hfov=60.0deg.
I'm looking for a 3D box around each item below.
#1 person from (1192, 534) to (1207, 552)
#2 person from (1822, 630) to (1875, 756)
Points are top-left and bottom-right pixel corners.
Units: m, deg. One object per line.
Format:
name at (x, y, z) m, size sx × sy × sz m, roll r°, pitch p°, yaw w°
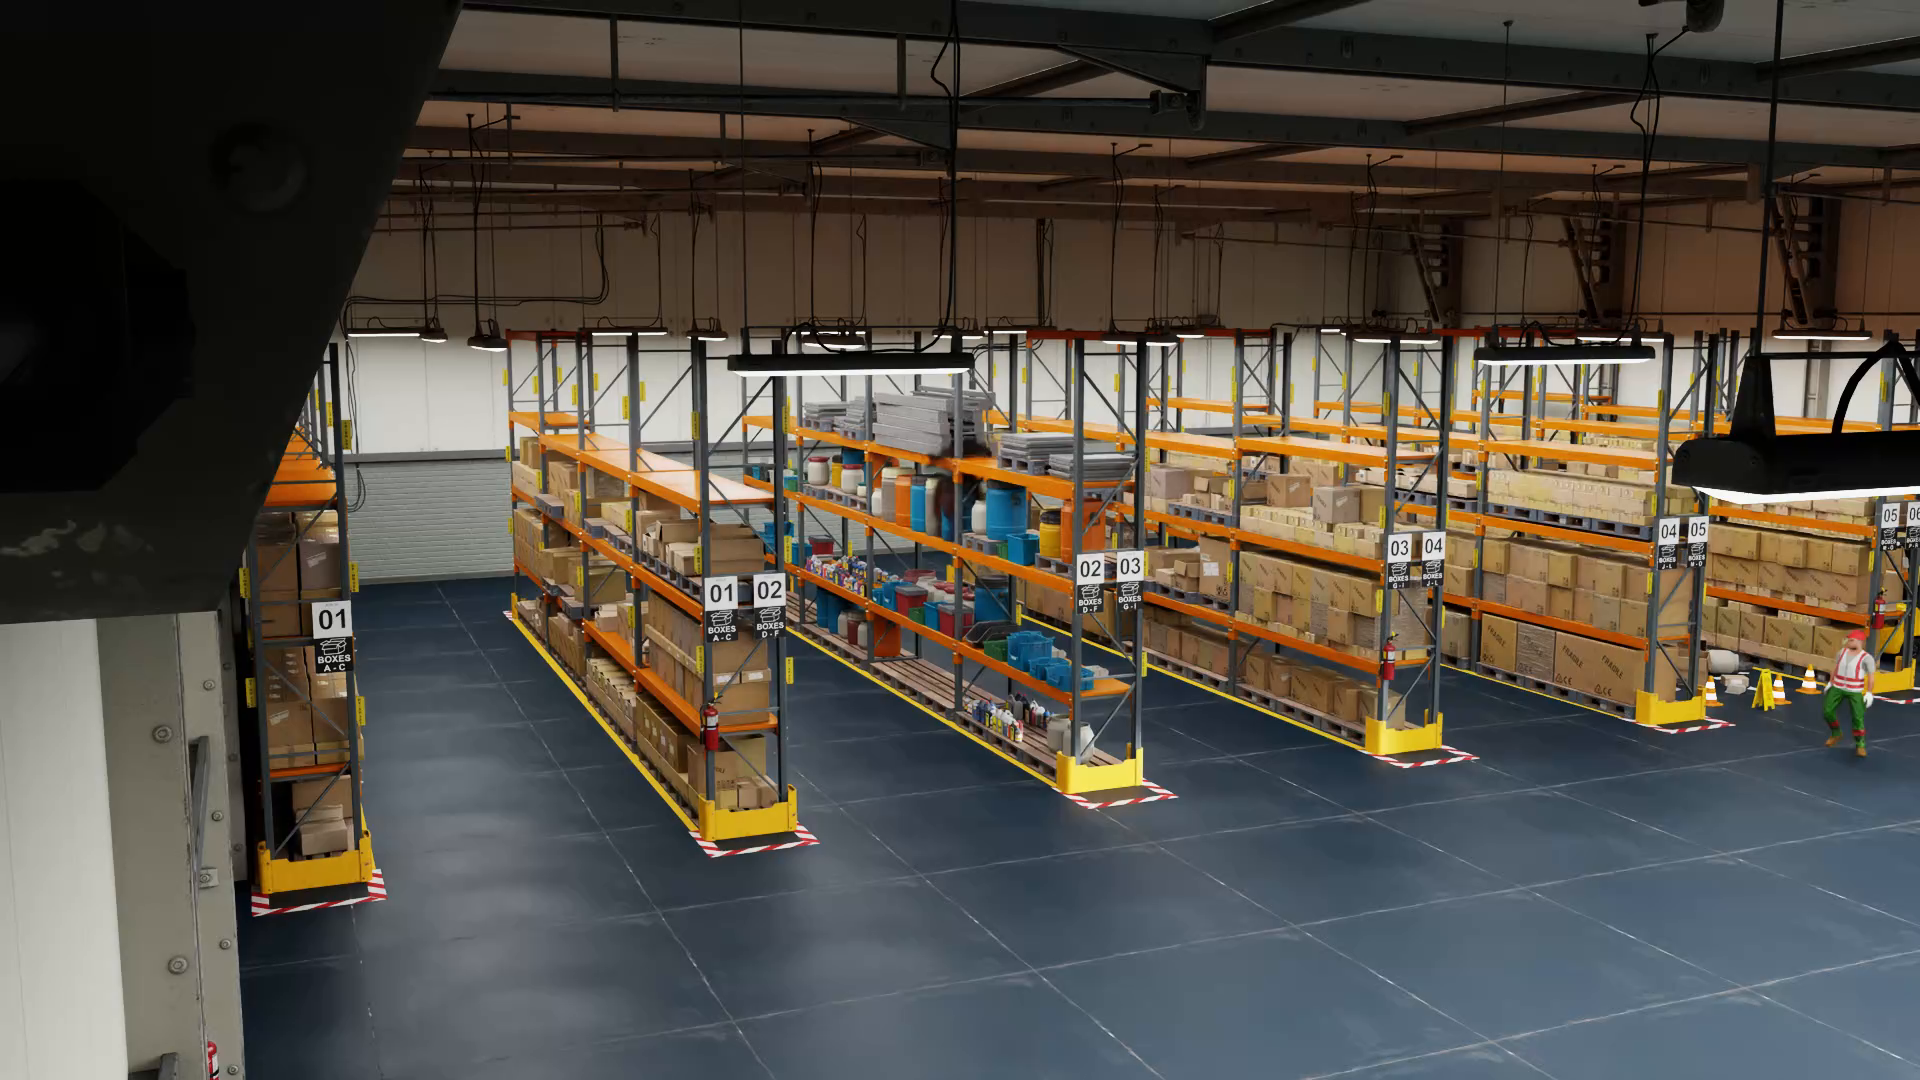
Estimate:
person at (5.191, 0.707, 35.572) m, size 0.443 × 1.672 × 0.932 m, roll -3°, pitch 8°, yaw -21°
person at (12.829, 2.175, 23.993) m, size 0.653 × 1.789 × 0.422 m, roll 6°, pitch 10°, yaw 39°
